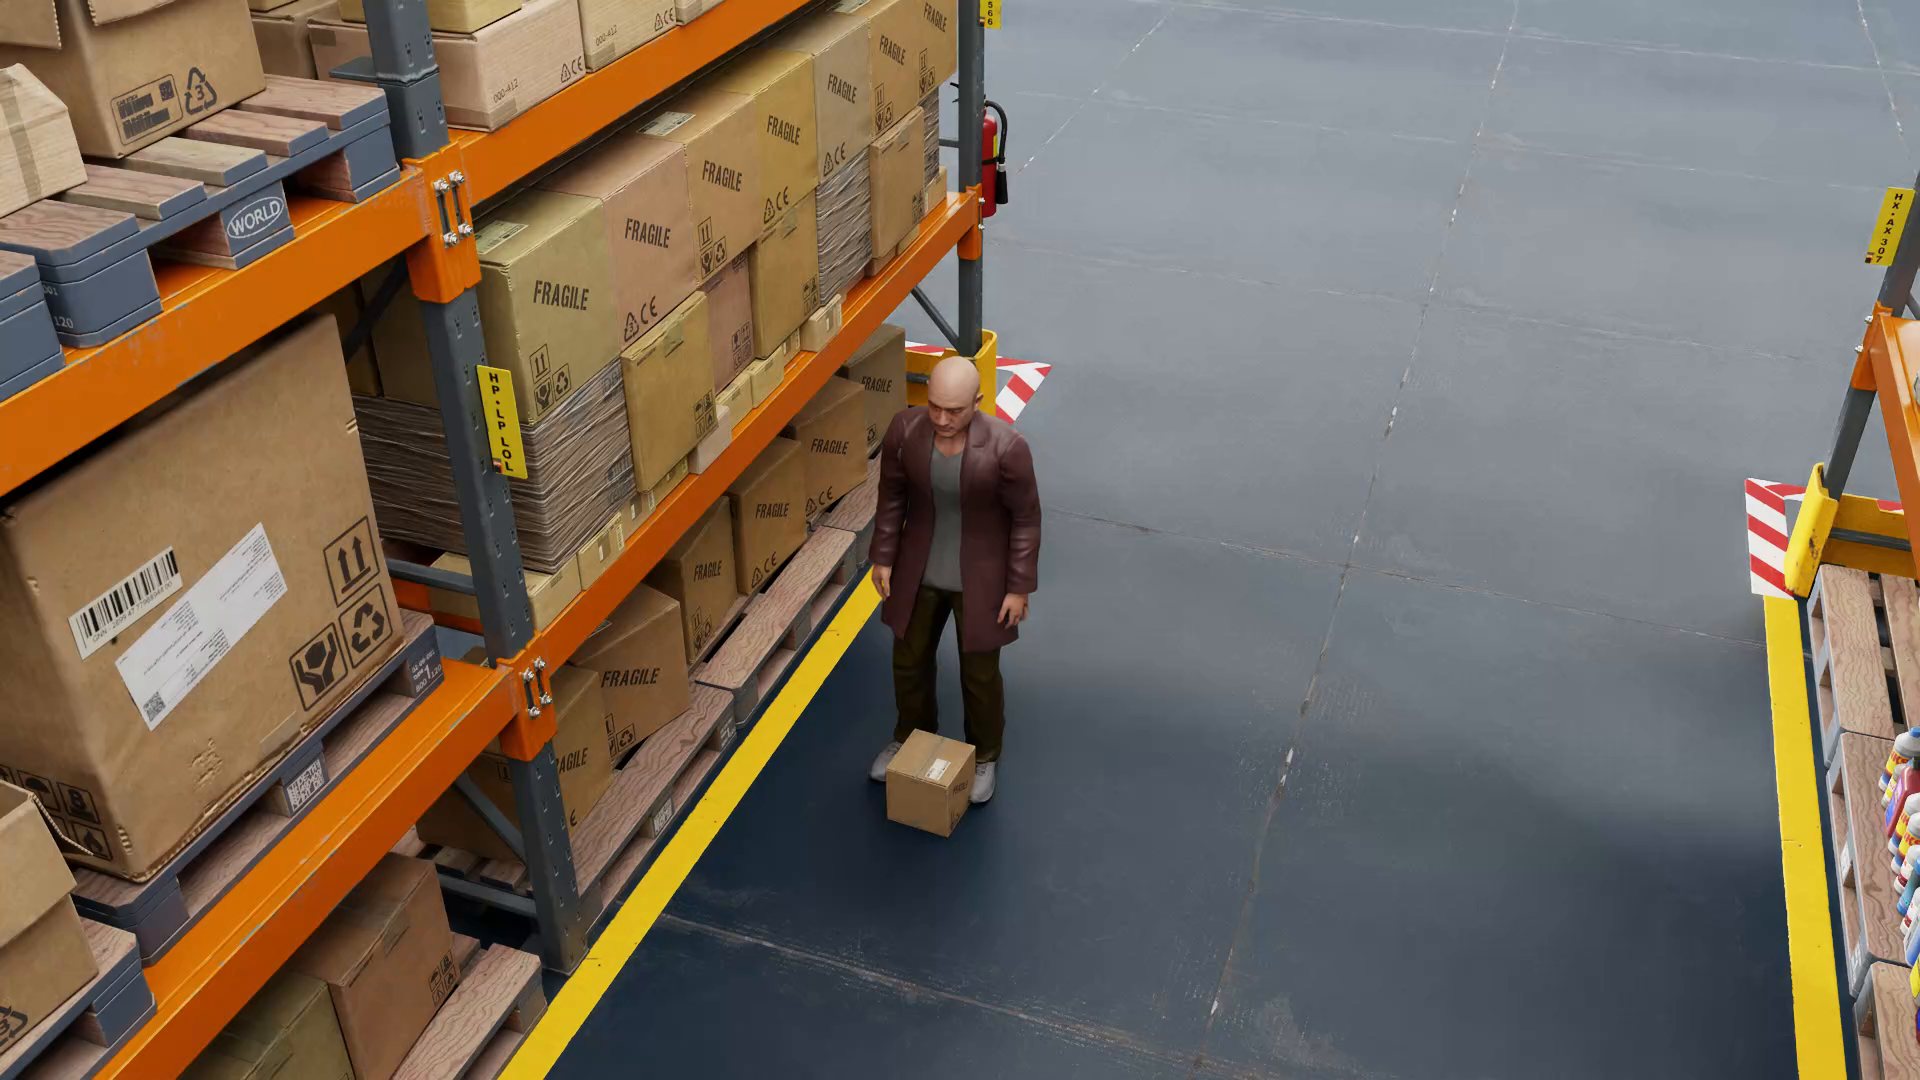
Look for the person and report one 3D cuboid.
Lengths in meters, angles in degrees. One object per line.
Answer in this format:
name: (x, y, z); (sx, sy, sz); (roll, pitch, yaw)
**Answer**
person: (-0.028, 0.129, 5.954); (0.640, 1.773, 0.426); (11, 34, 17)
